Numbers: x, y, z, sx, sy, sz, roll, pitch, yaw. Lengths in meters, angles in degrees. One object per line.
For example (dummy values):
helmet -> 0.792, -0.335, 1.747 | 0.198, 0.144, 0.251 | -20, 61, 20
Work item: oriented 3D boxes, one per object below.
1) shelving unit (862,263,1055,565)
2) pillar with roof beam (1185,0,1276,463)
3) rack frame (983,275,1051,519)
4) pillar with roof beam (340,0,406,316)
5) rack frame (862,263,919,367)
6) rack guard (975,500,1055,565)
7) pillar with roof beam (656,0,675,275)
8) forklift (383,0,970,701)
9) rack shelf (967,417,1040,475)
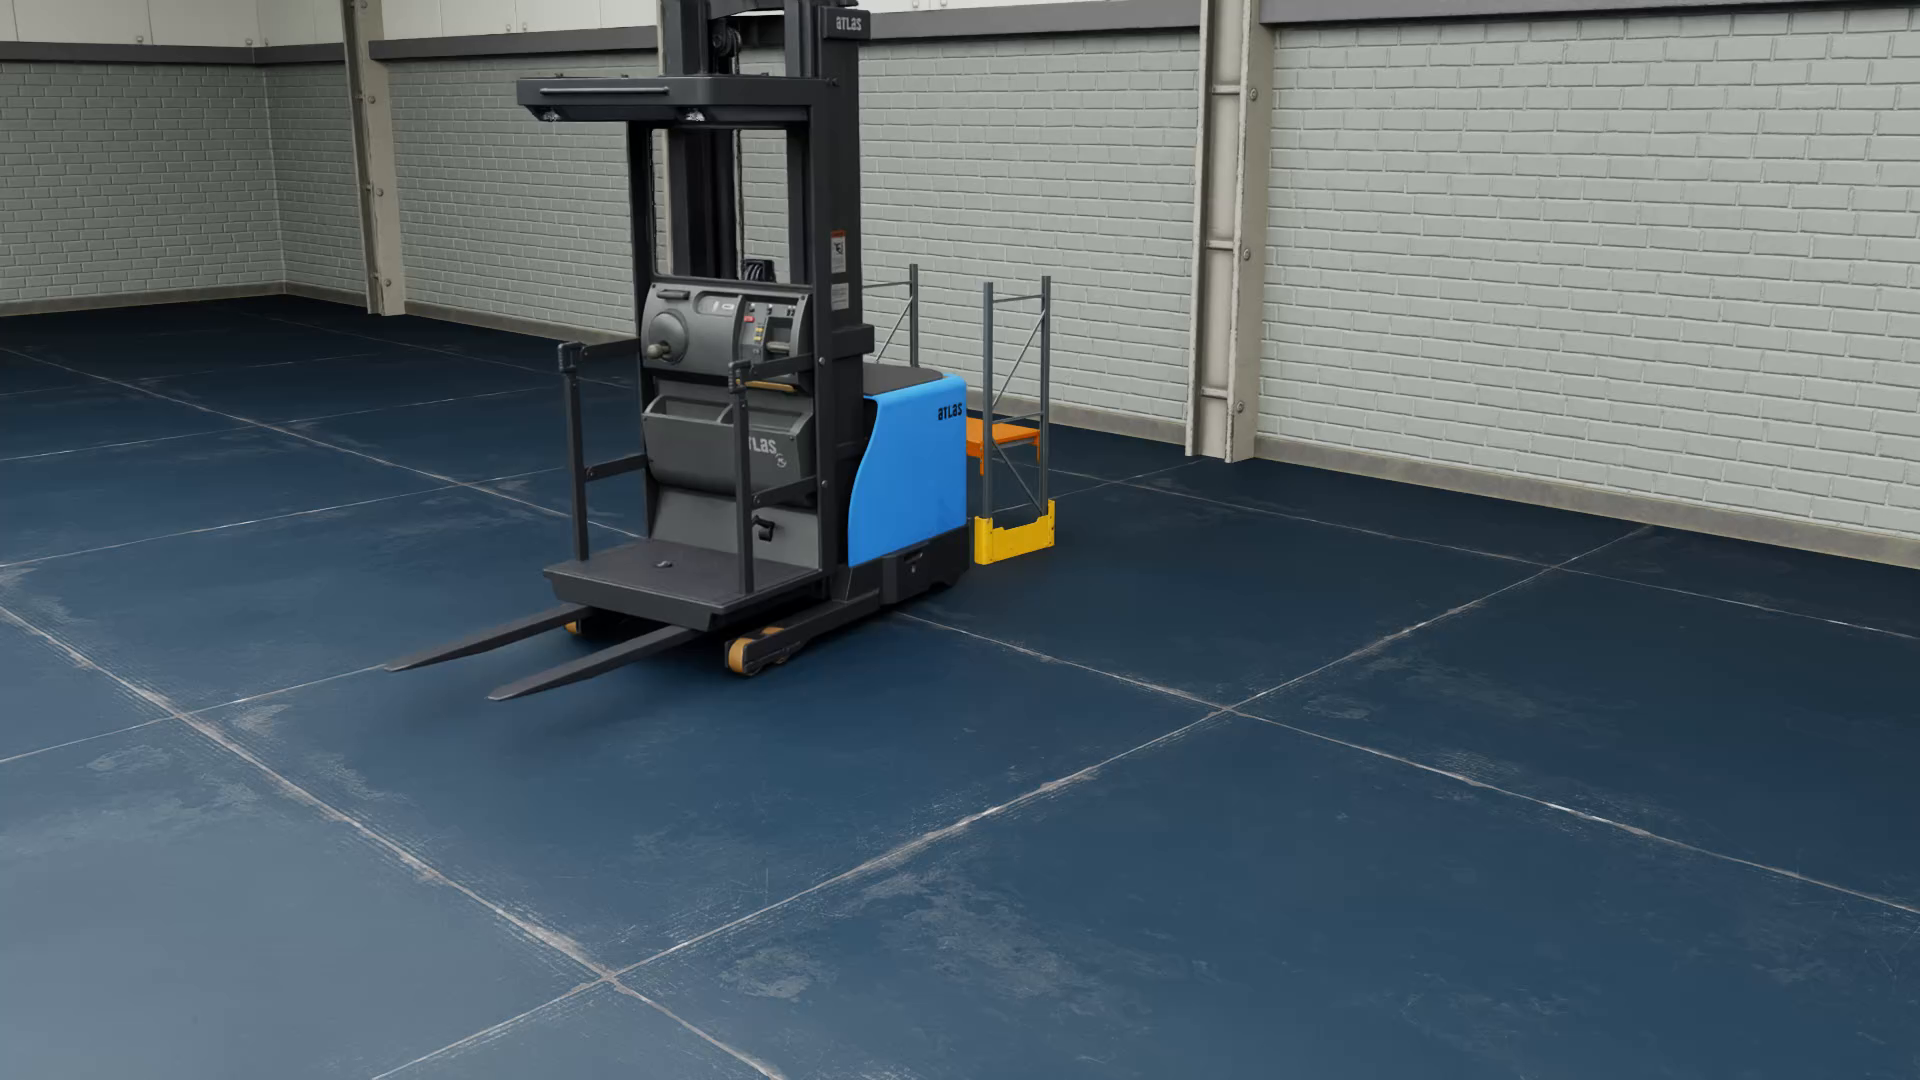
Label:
shelving unit -> -0.055, -0.739, 9.294 | 1.083, 1.500, 0.587 | 14, 20, 42
pillar with roof beam -> -1.154, -4.167, 7.579 | 0.400, 9.000, 9.100 | 14, 20, 42
rack frame -> 0.305, -0.652, 8.959 | 0.032, 1.500, 0.500 | 14, 20, 42
pillar with roof beam -> -9.793, -6.268, 15.639 | 0.400, 9.000, 9.100 | 14, 20, 42
rack frame -> -0.427, -0.830, 9.642 | 0.032, 1.500, 0.500 | 14, 20, 42
rack guard -> 0.304, -0.047, 9.117 | 0.087, 0.250, 0.587 | 14, 20, 42
pillar with roof beam -> -5.474, -5.217, 11.609 | 0.400, 9.000, 9.100 | 14, 20, 42
forklift -> -1.182, -0.966, 7.328 | 1.130, 2.935, 3.031 | 9, 17, 32
rack shelf -> -0.061, -0.567, 9.346 | 1.000, 0.185, 0.538 | 14, 20, 42
